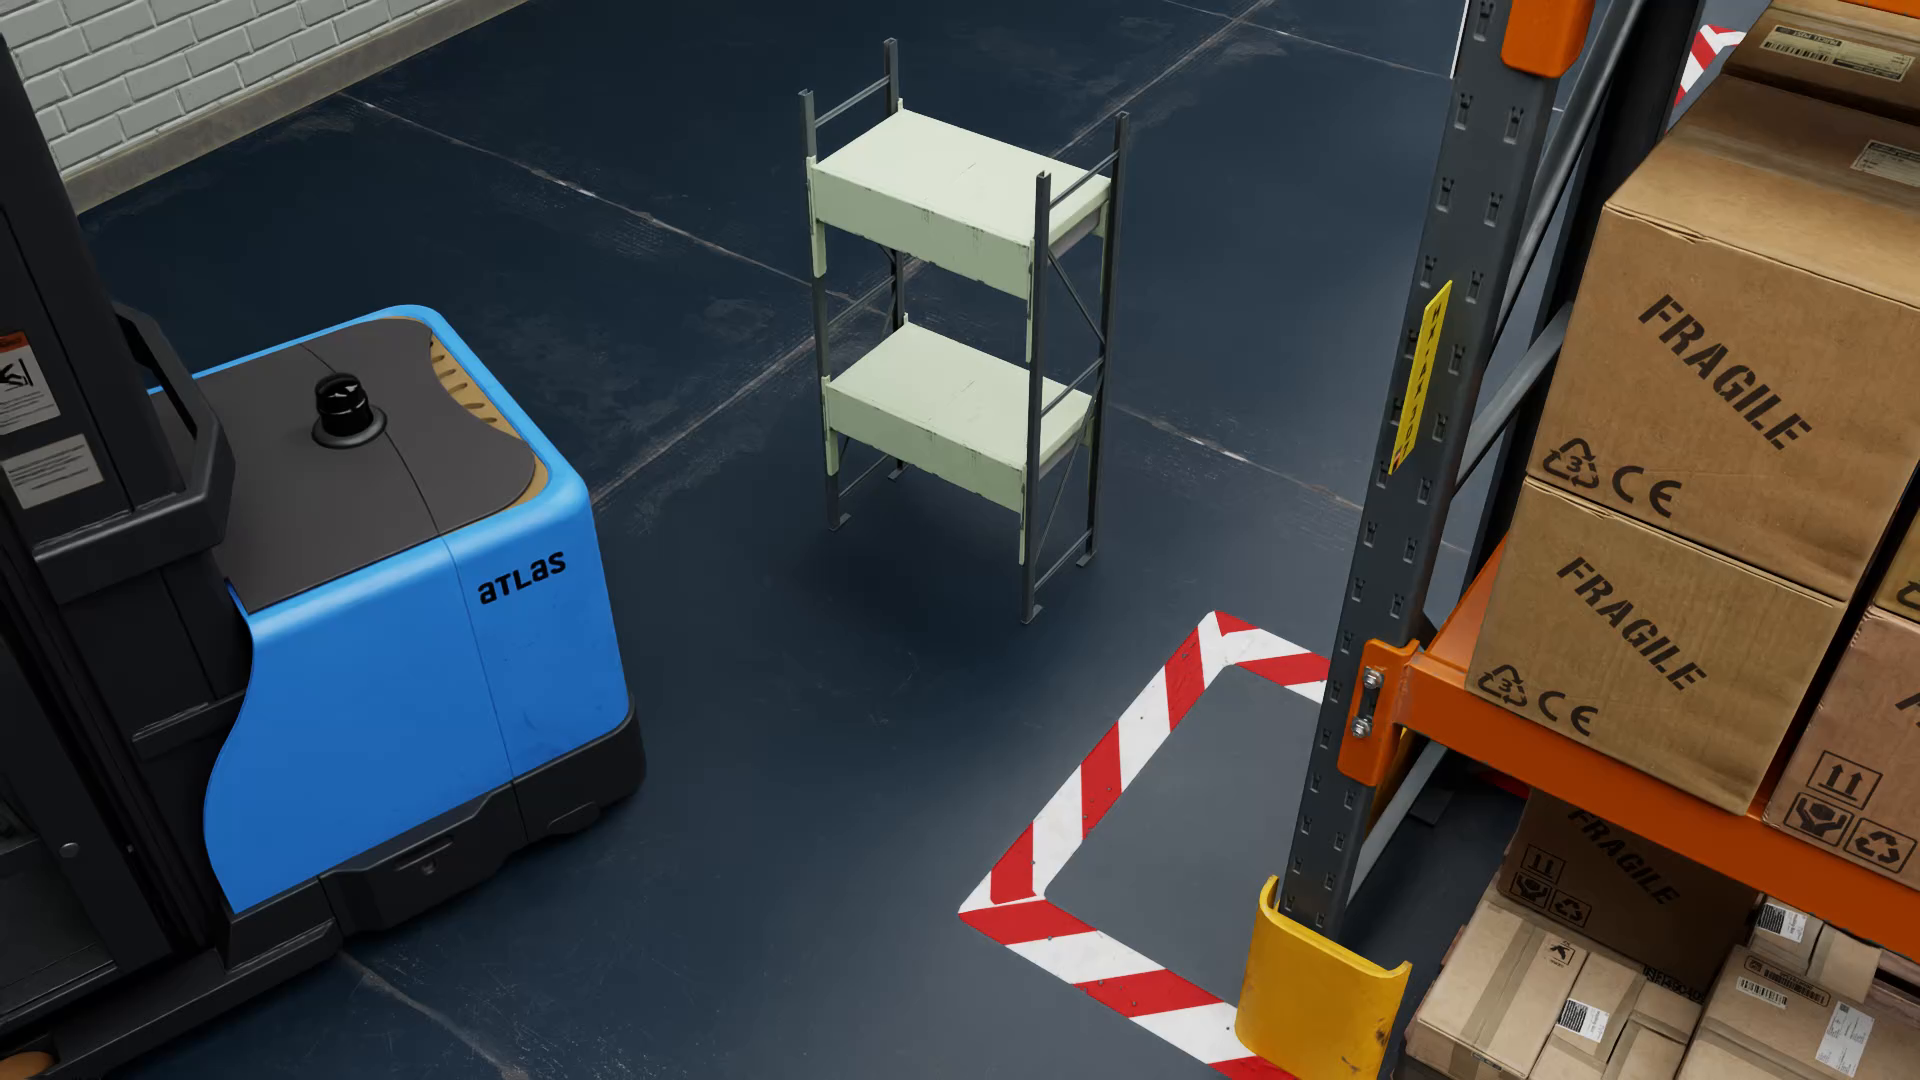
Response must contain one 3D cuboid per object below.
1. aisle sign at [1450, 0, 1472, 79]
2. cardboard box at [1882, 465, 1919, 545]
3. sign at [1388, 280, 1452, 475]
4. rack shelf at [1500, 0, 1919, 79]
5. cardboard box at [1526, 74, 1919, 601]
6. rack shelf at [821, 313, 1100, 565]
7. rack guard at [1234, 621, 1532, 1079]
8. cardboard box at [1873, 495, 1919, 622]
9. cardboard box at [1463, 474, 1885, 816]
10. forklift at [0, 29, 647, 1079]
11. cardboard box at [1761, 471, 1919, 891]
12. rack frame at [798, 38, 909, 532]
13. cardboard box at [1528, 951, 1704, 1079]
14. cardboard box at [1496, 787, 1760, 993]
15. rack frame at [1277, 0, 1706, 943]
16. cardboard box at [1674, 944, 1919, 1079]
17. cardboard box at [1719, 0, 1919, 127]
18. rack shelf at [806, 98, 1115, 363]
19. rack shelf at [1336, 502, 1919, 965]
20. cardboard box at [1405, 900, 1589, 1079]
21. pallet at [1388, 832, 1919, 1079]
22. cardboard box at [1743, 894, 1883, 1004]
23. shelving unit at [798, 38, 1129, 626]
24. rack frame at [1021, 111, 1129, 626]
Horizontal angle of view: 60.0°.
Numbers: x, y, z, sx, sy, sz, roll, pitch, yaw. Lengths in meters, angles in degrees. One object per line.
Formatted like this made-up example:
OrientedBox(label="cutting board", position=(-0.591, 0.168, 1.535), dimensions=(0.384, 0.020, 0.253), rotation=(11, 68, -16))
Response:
OrientedBox(label="aisle sign", position=(0.816, -1.062, 2.237), dimensions=(0.004, 0.787, 0.394), rotation=(25, 48, 25))
OrientedBox(label="cardboard box", position=(1.990, -0.045, 2.975), dimensions=(0.500, 0.500, 0.500), rotation=(25, 48, 26))
OrientedBox(label="sign", position=(0.729, -0.253, 2.634), dimensions=(0.005, 0.325, 0.100), rotation=(25, 48, 25))
OrientedBox(label="rack shelf", position=(2.678, -0.311, 1.638), dimensions=(4.000, 0.370, 1.077), rotation=(25, 48, 25))
OrientedBox(label="cardboard box", position=(1.252, -0.323, 2.537), dimensions=(0.500, 0.500, 0.500), rotation=(27, 48, 27))
OrientedBox(label="rack shelf", position=(0.005, -0.313, 4.964), dimensions=(0.720, 0.370, 0.431), rotation=(25, 48, 25))
OrientedBox(label="rack guard", position=(1.103, 0.734, 4.055), dimensions=(0.348, 0.500, 1.175), rotation=(25, 48, 25))
OrientedBox(label="cardboard box", position=(1.685, -0.127, 2.318), dimensions=(0.500, 0.500, 0.500), rotation=(26, 48, 26))
OrientedBox(label="cardboard box", position=(1.252, 0.050, 2.870), dimensions=(0.500, 0.500, 0.500), rotation=(26, 48, 26))
OrientedBox(label="forklift", position=(-2.333, -0.098, 3.162), dimensions=(3.031, 2.935, 1.130), rotation=(-26, 48, -26))
OrientedBox(label="cardboard box", position=(1.678, 0.244, 2.653), dimensions=(0.500, 0.500, 0.500), rotation=(25, 47, 25))
OrientedBox(label="rack frame", position=(-0.294, -0.697, 4.904), dimensions=(0.023, 1.500, 0.400), rotation=(25, 48, 25))
OrientedBox(label="cardboard box", position=(1.391, 1.109, 3.556), dimensions=(0.250, 0.166, 0.380), rotation=(25, 48, 25))
OrientedBox(label="cardboard box", position=(1.627, 0.614, 3.859), dimensions=(0.500, 0.500, 0.500), rotation=(25, 48, 25))
OrientedBox(label="rack frame", position=(1.040, -0.227, 3.254), dimensions=(0.127, 3.000, 1.000), rotation=(25, 48, 25))
OrientedBox(label="cardboard box", position=(1.732, 1.188, 3.405), dimensions=(0.500, 0.250, 0.500), rotation=(25, 48, 25))
OrientedBox(label="cardboard box", position=(1.563, -0.617, 2.865), dimensions=(0.500, 0.500, 0.500), rotation=(25, 47, 25))
OrientedBox(label="rack shelf", position=(0.005, -0.847, 4.487), dimensions=(0.720, 0.370, 0.431), rotation=(25, 48, 25))
OrientedBox(label="rack shelf", position=(2.678, 0.807, 2.638), dimensions=(4.000, 0.370, 1.077), rotation=(25, 48, 25))
OrientedBox(label="cardboard box", position=(1.186, 1.019, 3.669), dimensions=(0.250, 0.149, 0.380), rotation=(25, 48, 25))
OrientedBox(label="pallet", position=(1.756, 1.146, 3.811), dimensions=(1.213, 0.211, 1.003), rotation=(25, 48, 25))
OrientedBox(label="cardboard box", position=(1.907, 0.943, 3.742), dimensions=(0.250, 0.166, 0.380), rotation=(25, 48, 25))
OrientedBox(label="shelving unit", position=(0.005, -0.556, 4.747), dimensions=(0.755, 1.500, 0.431), rotation=(25, 48, 25))
OrientedBox(label="rack frame", position=(0.305, -0.416, 4.590), dimensions=(0.023, 1.500, 0.400), rotation=(25, 48, 25))
